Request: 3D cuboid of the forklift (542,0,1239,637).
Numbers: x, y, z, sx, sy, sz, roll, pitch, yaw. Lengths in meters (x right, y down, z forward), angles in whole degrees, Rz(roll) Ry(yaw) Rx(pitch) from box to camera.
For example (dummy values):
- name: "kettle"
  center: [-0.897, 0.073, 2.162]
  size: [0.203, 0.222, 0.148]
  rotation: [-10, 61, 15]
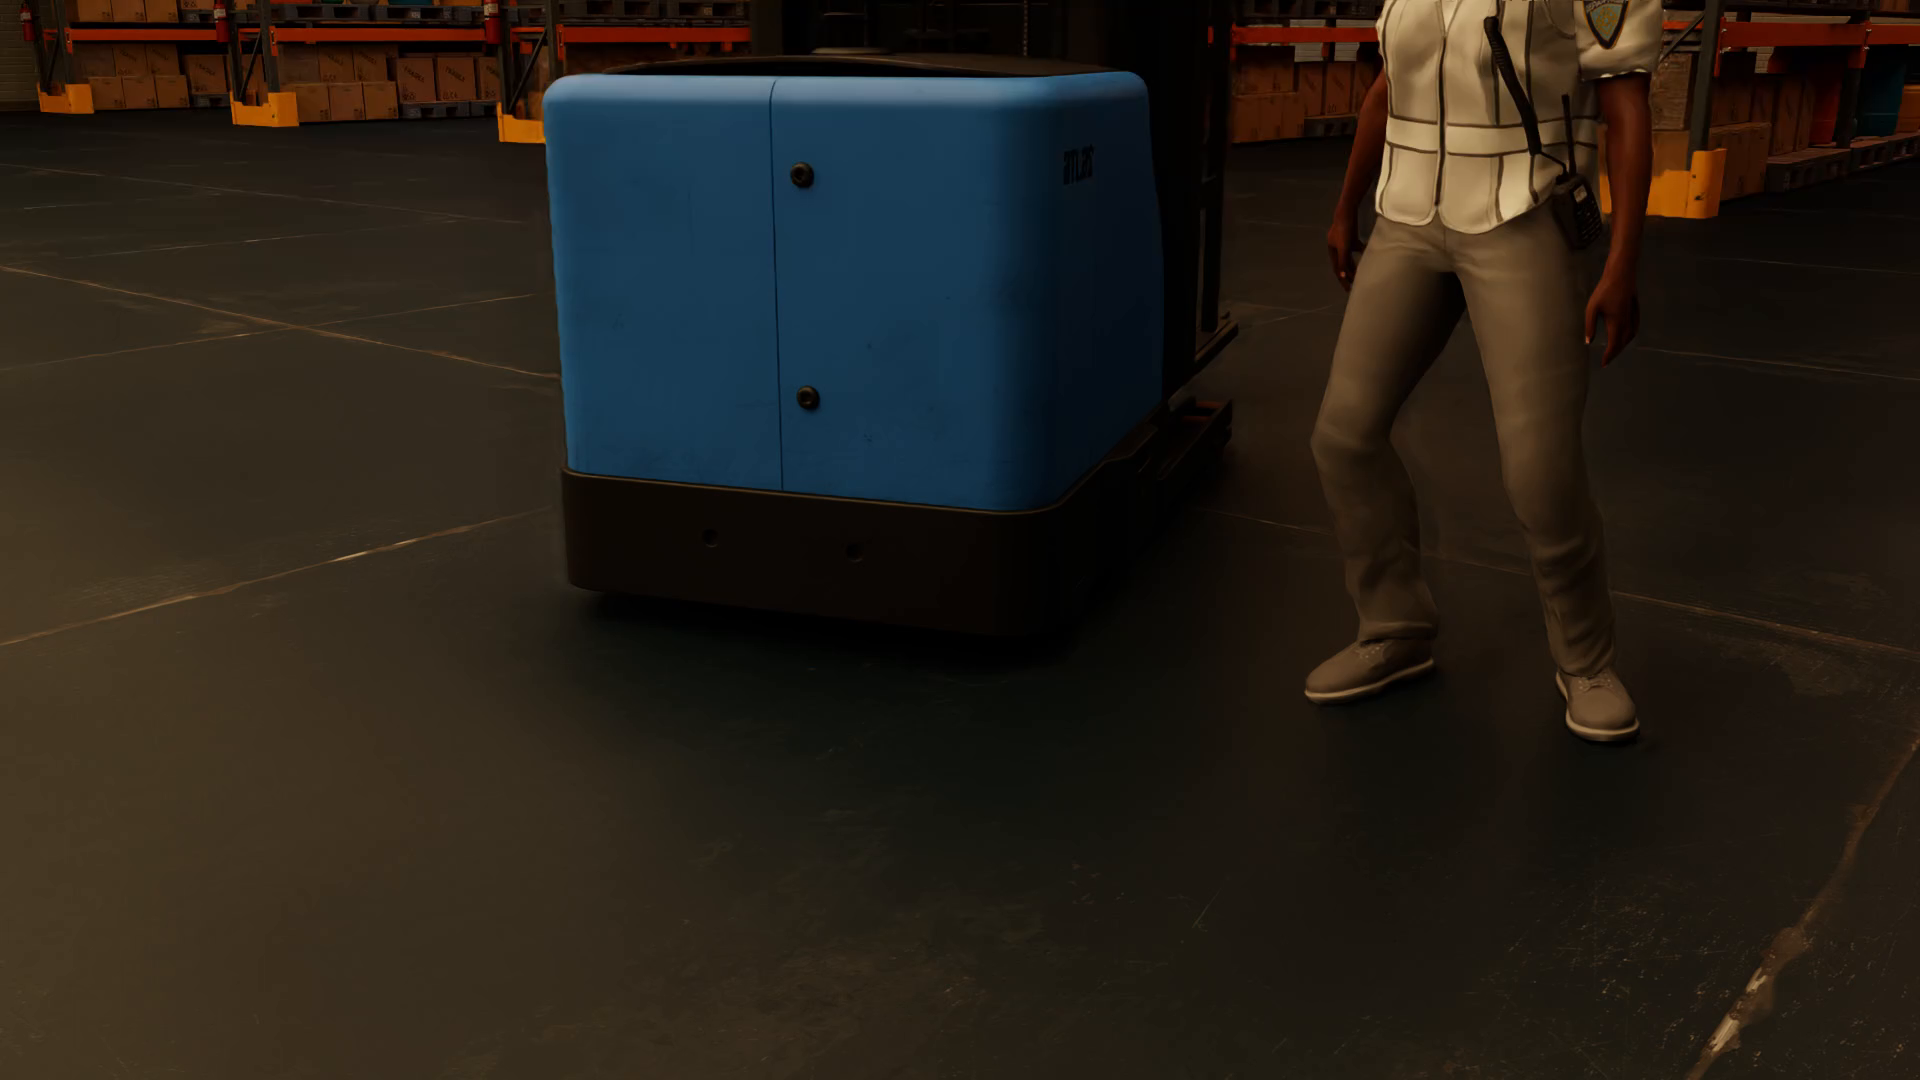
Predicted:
- name: "forklift"
  center: [0.139, -1.609, 4.198]
  size: [1.130, 2.935, 3.031]
  rotation: [6, 18, 18]

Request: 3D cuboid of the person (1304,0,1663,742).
- name: "person"
  center: [0.865, -0.496, 2.830]
  size: [0.461, 1.627, 0.748]
  rotation: [-13, 21, -37]
